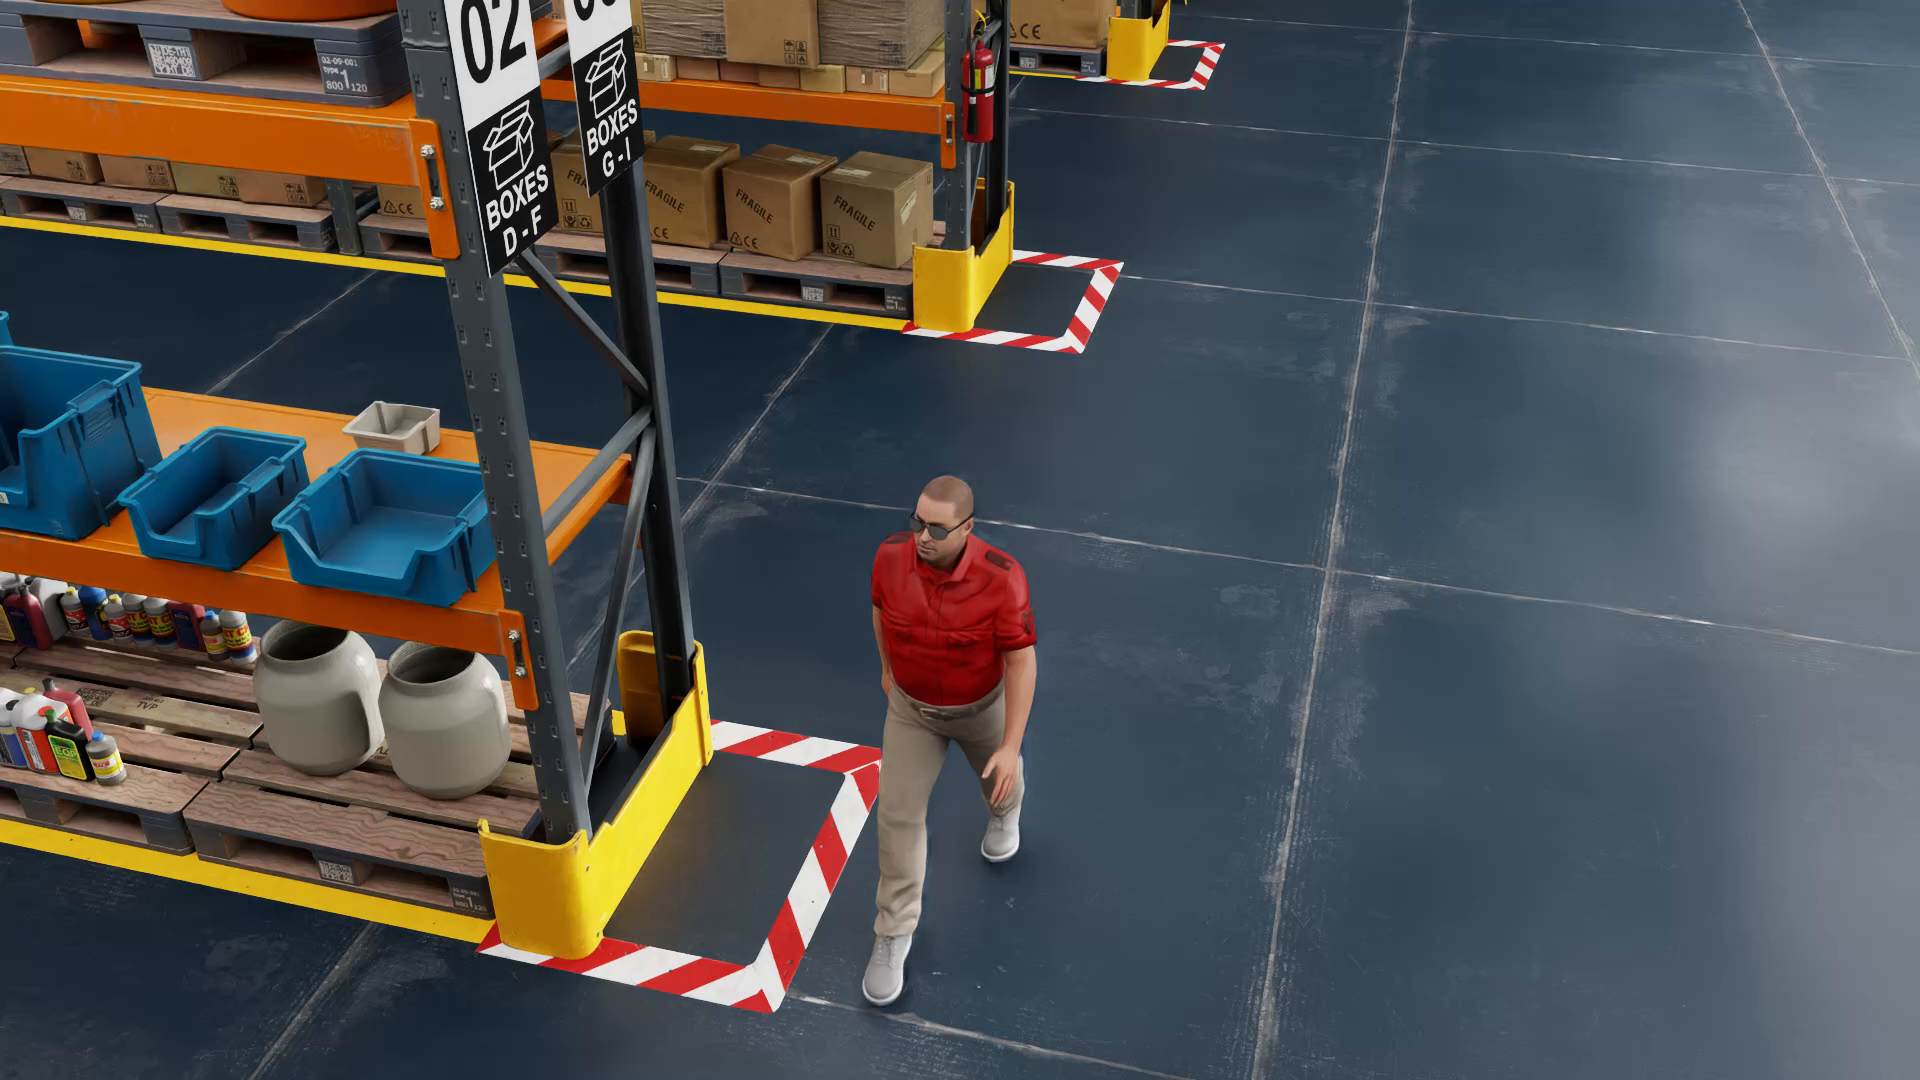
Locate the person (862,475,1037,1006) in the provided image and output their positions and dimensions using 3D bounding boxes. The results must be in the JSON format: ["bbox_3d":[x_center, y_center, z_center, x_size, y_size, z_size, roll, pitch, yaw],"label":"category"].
[{"bbox_3d":[-0.043,0.547,5.277,0.587,1.660,1.053,9,34,13],"label":"person"}]
